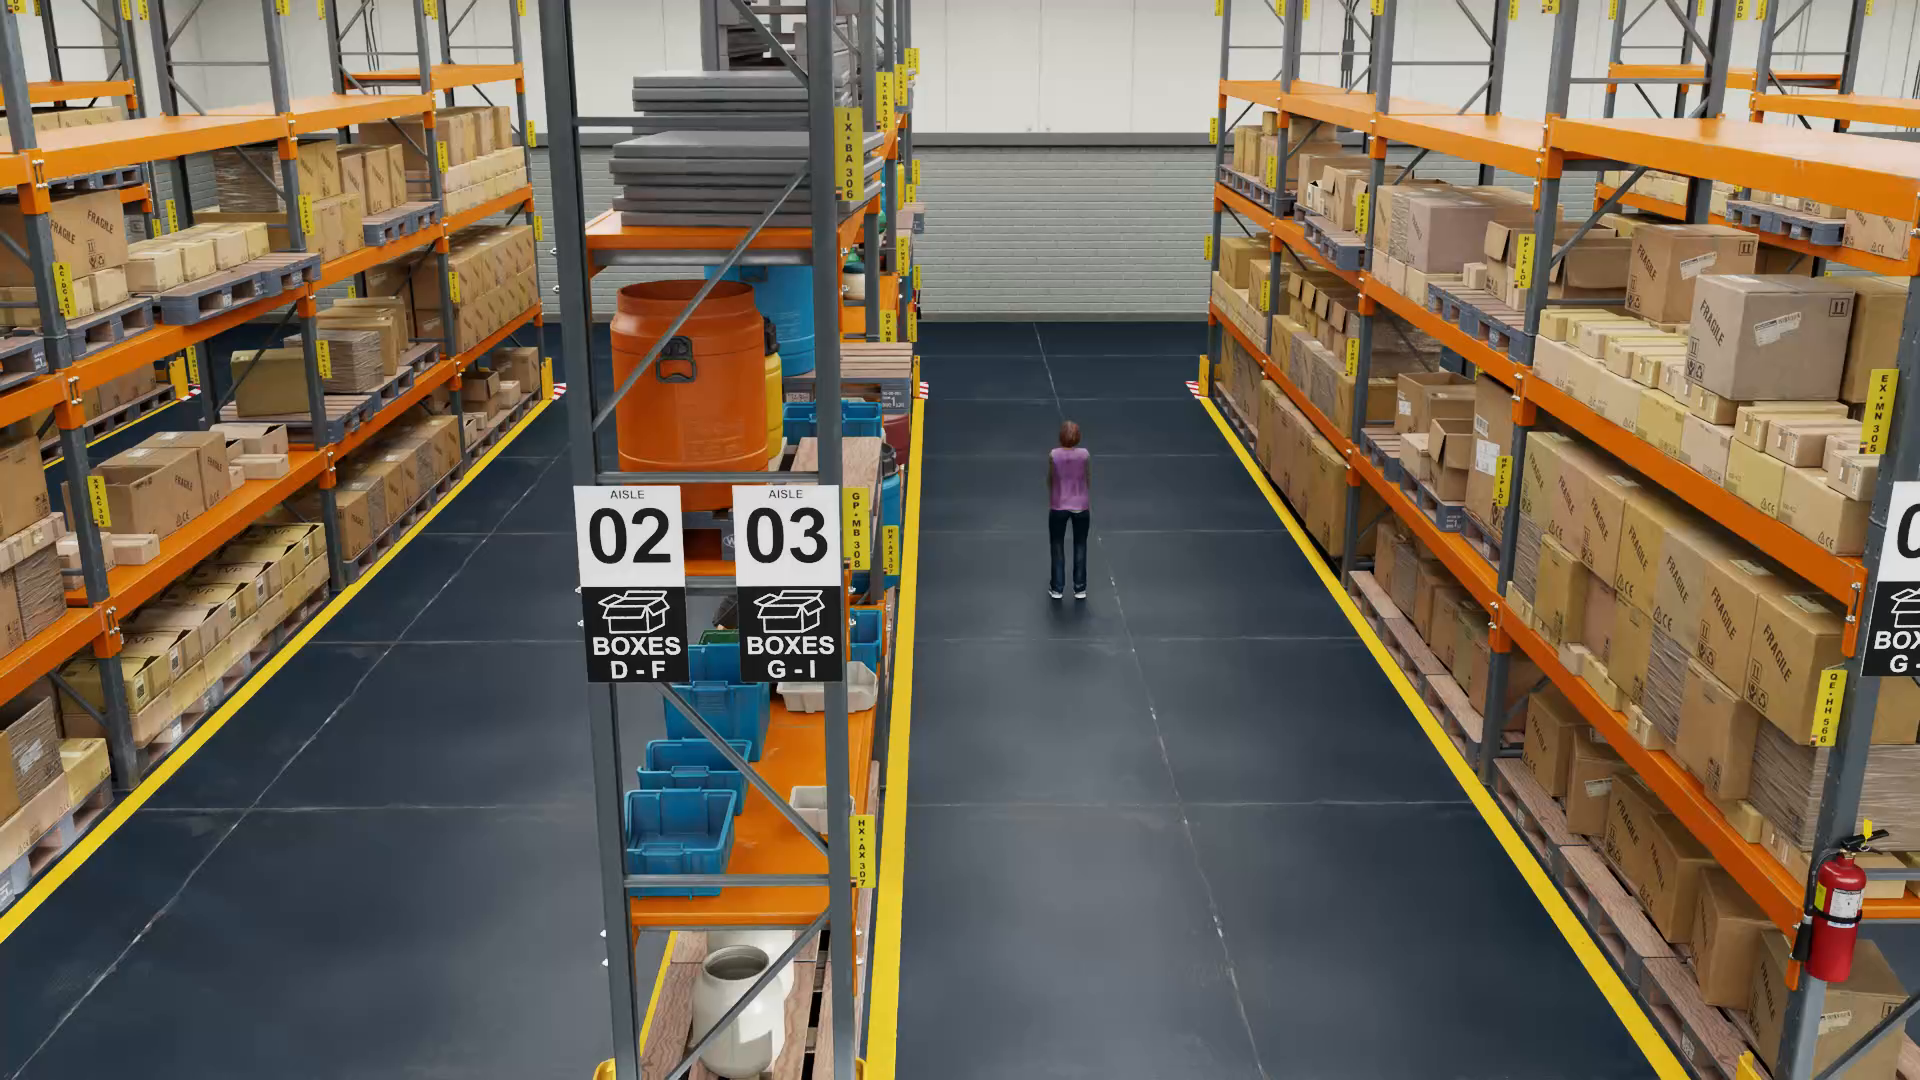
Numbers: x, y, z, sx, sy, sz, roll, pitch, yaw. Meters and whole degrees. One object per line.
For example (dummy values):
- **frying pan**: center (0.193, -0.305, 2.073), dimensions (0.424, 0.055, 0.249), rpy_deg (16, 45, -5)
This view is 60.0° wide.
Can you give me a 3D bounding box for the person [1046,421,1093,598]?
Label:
- **person**: center (0.949, -0.291, 14.503), dimensions (0.404, 1.592, 0.494), rpy_deg (0, 17, 0)
